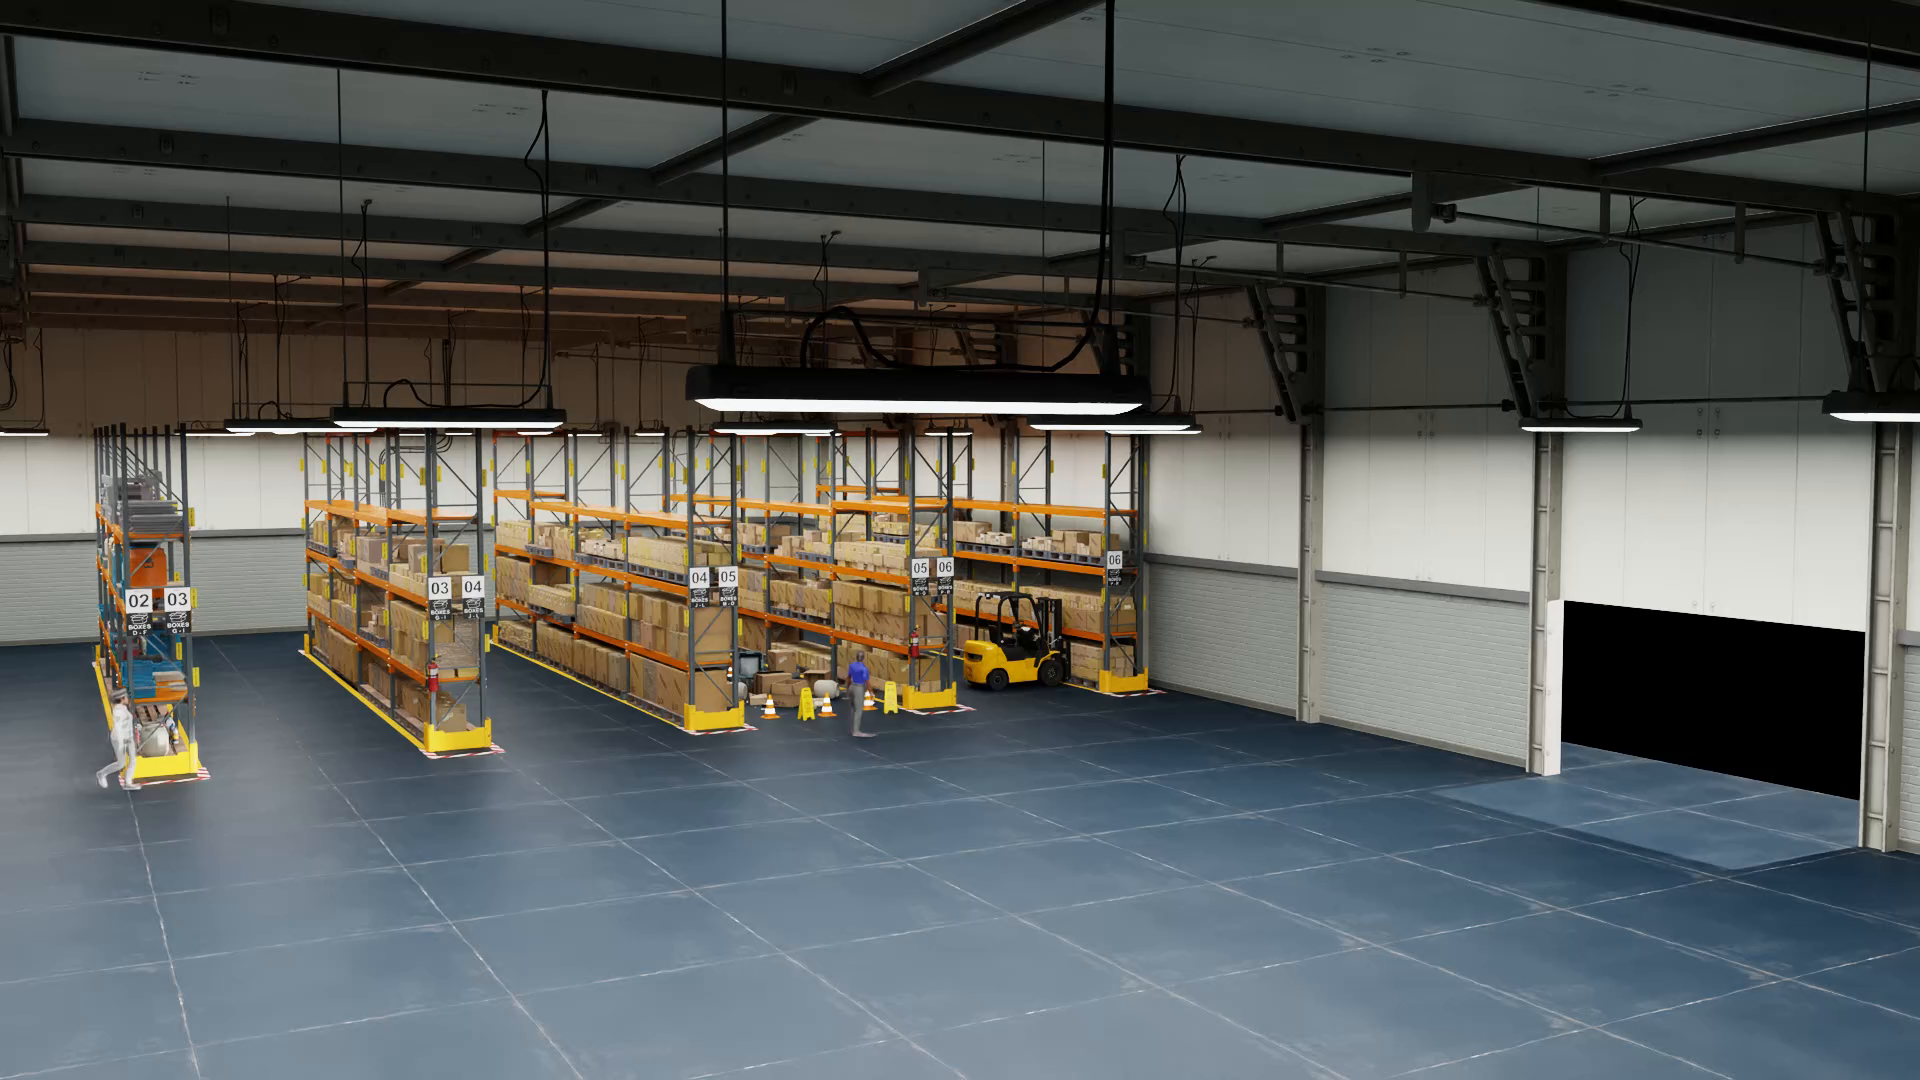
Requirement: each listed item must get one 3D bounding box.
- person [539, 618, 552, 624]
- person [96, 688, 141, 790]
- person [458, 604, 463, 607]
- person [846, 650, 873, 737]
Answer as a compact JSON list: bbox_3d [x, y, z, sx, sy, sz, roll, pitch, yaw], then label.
[{"bbox_3d":[-12.208,1.982,48.864,0.452,1.589,0.479,-1,4,-17],"label":"person"},{"bbox_3d":[-13.661,3.247,27.028,0.586,1.656,0.490,0,3,5],"label":"person"},{"bbox_3d":[-14.303,1.998,48.014,0.573,1.621,1.016,-1,4,-13],"label":"person"},{"bbox_3d":[-1.968,2.965,32.136,0.520,1.689,0.621,-3,5,-40],"label":"person"}]
